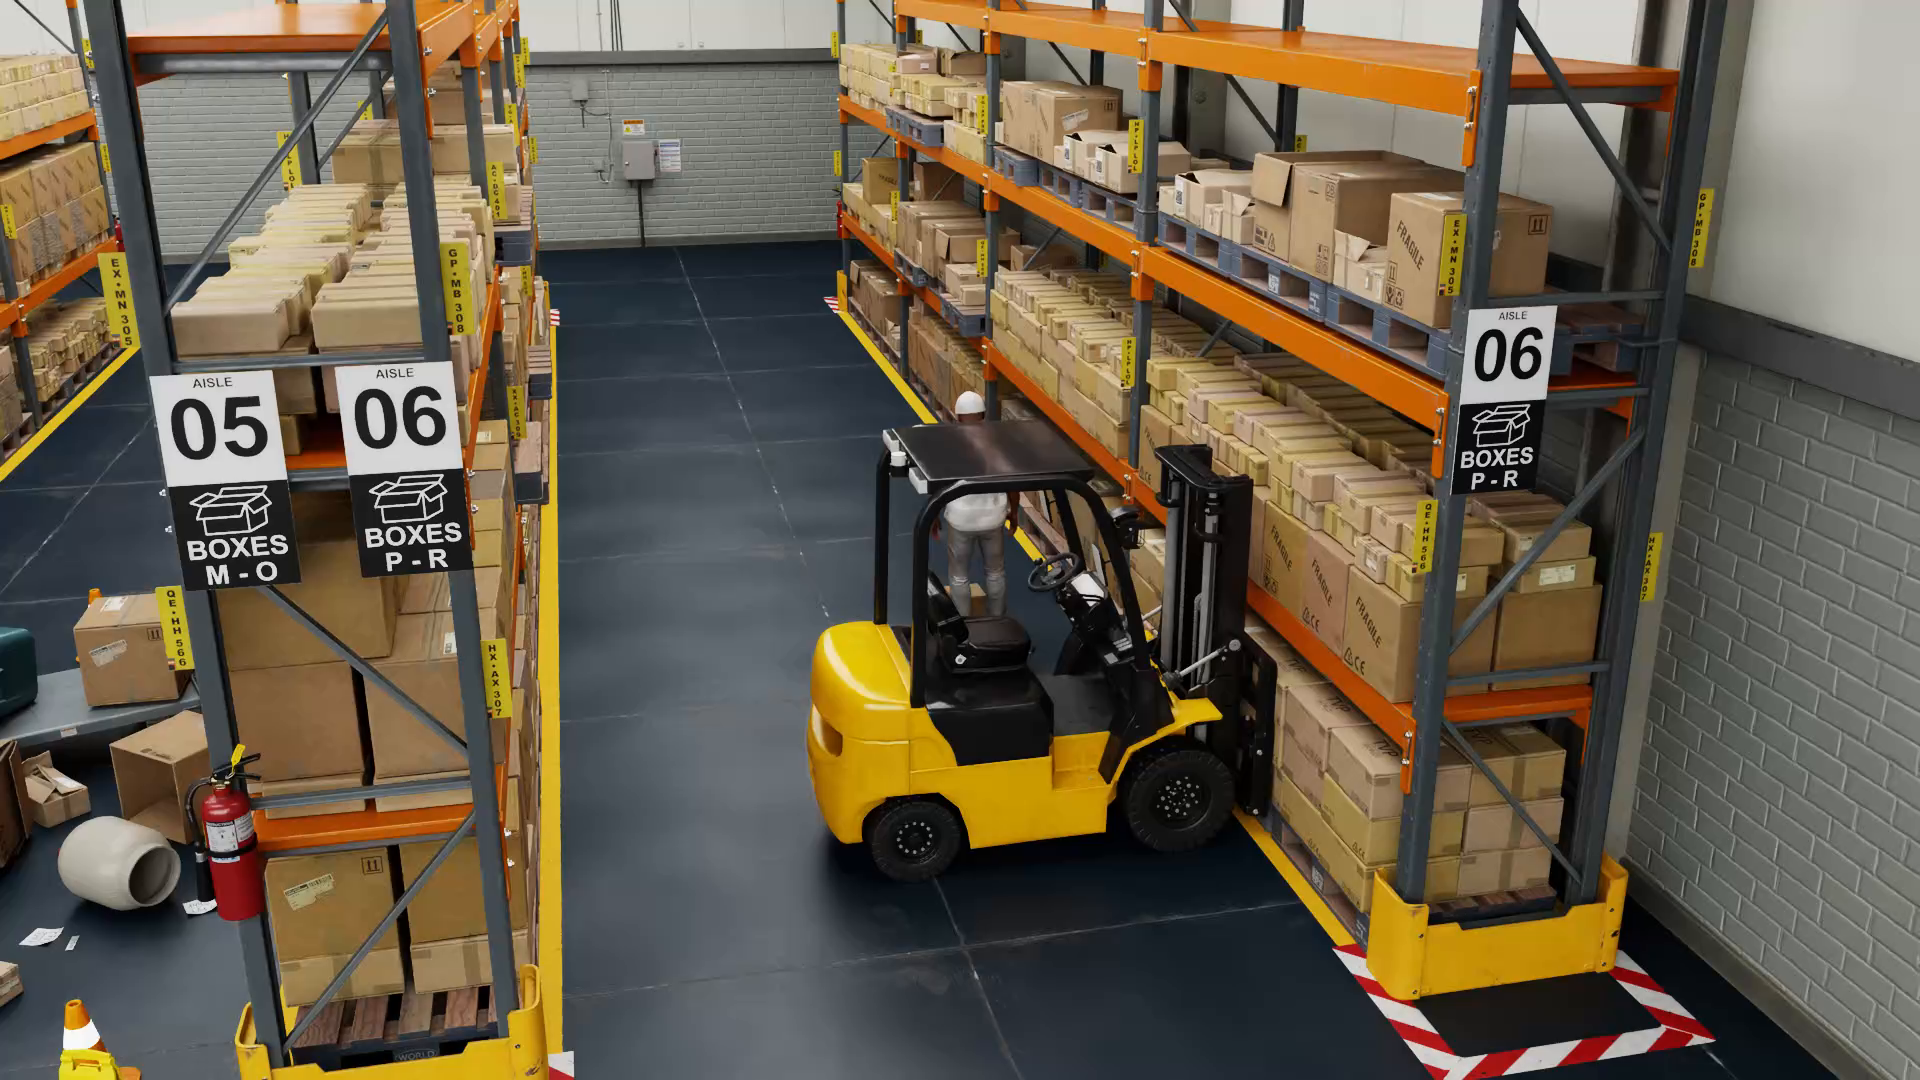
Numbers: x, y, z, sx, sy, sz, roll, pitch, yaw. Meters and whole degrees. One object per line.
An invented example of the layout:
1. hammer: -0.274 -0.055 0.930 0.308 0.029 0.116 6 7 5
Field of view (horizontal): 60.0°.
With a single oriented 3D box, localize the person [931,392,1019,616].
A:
1. person: 0.098 -0.156 11.485 0.630 1.759 0.458 -5 20 -14
